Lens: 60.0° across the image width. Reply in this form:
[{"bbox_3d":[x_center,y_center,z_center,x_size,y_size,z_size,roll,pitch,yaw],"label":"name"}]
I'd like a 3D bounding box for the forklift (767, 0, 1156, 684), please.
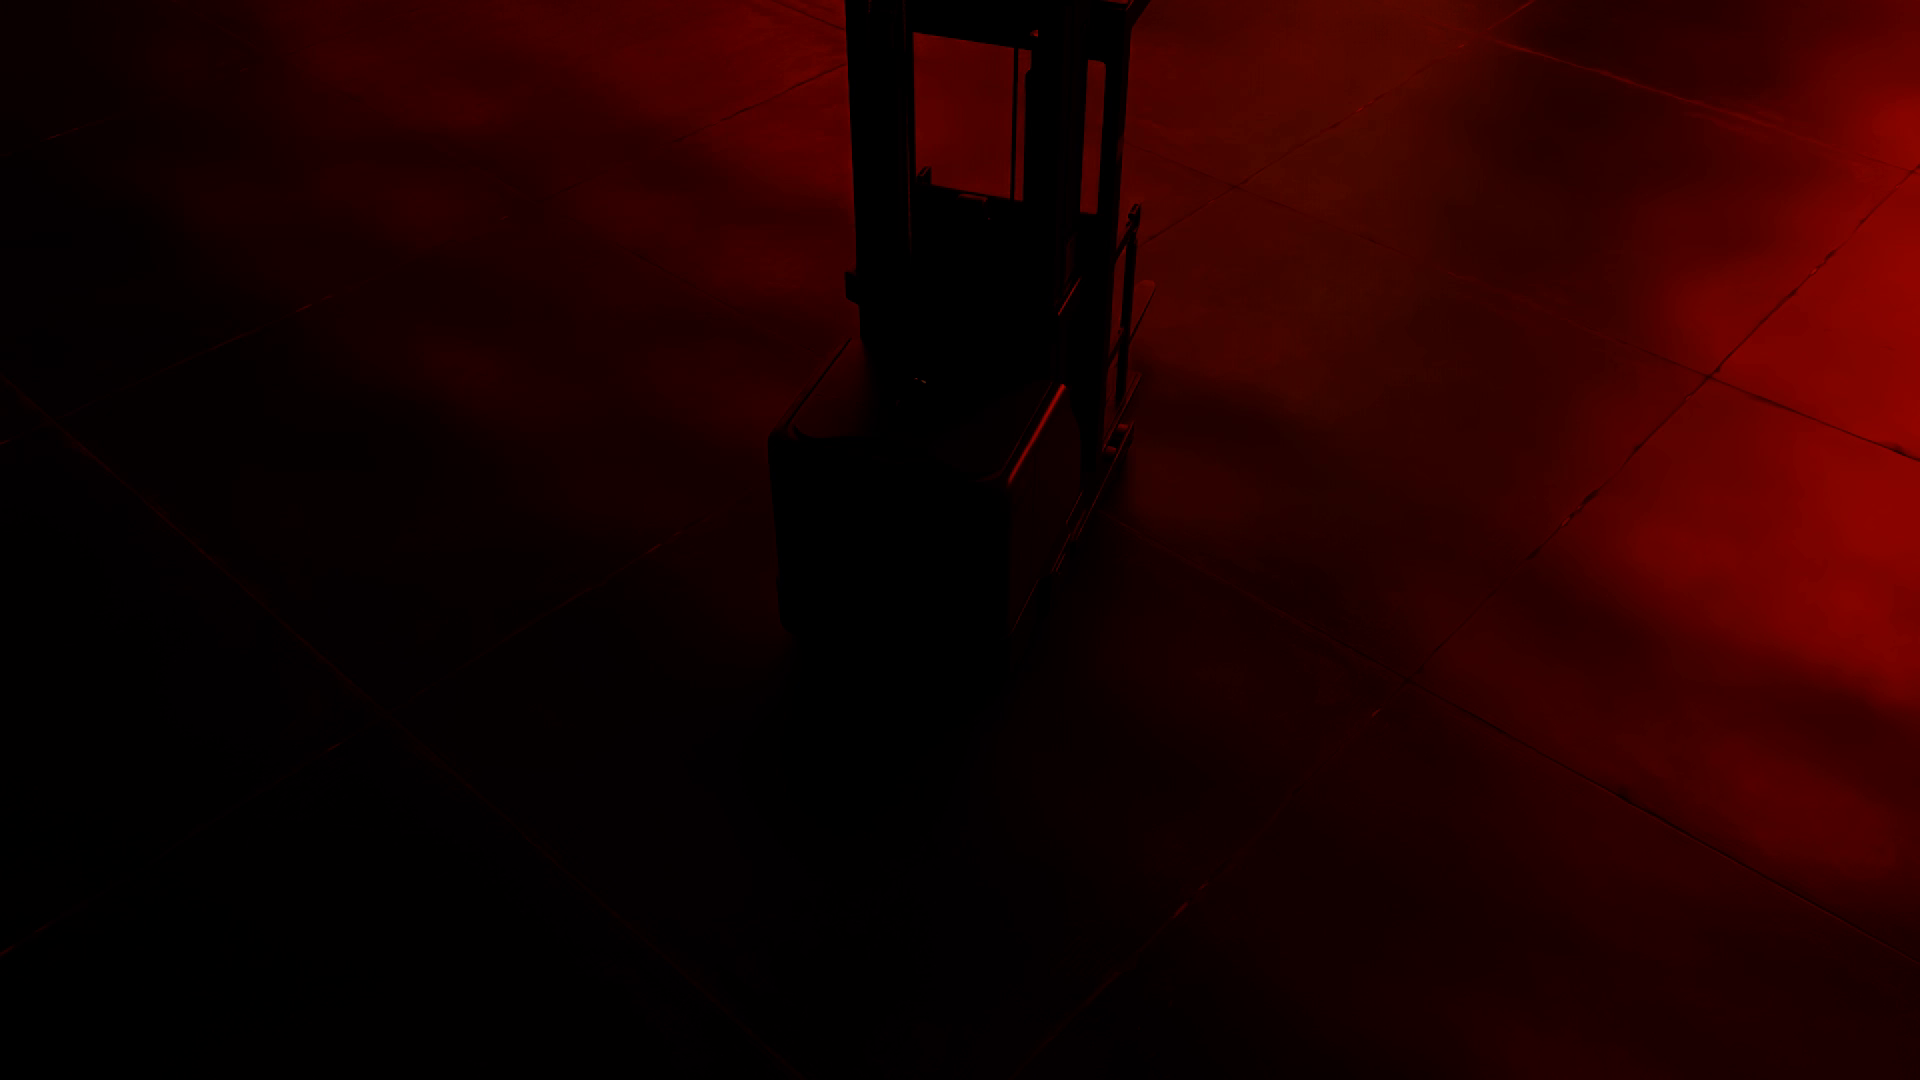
[{"bbox_3d":[0.211,-1.484,7.158,1.130,2.935,3.031,14,42,15],"label":"forklift"}]
